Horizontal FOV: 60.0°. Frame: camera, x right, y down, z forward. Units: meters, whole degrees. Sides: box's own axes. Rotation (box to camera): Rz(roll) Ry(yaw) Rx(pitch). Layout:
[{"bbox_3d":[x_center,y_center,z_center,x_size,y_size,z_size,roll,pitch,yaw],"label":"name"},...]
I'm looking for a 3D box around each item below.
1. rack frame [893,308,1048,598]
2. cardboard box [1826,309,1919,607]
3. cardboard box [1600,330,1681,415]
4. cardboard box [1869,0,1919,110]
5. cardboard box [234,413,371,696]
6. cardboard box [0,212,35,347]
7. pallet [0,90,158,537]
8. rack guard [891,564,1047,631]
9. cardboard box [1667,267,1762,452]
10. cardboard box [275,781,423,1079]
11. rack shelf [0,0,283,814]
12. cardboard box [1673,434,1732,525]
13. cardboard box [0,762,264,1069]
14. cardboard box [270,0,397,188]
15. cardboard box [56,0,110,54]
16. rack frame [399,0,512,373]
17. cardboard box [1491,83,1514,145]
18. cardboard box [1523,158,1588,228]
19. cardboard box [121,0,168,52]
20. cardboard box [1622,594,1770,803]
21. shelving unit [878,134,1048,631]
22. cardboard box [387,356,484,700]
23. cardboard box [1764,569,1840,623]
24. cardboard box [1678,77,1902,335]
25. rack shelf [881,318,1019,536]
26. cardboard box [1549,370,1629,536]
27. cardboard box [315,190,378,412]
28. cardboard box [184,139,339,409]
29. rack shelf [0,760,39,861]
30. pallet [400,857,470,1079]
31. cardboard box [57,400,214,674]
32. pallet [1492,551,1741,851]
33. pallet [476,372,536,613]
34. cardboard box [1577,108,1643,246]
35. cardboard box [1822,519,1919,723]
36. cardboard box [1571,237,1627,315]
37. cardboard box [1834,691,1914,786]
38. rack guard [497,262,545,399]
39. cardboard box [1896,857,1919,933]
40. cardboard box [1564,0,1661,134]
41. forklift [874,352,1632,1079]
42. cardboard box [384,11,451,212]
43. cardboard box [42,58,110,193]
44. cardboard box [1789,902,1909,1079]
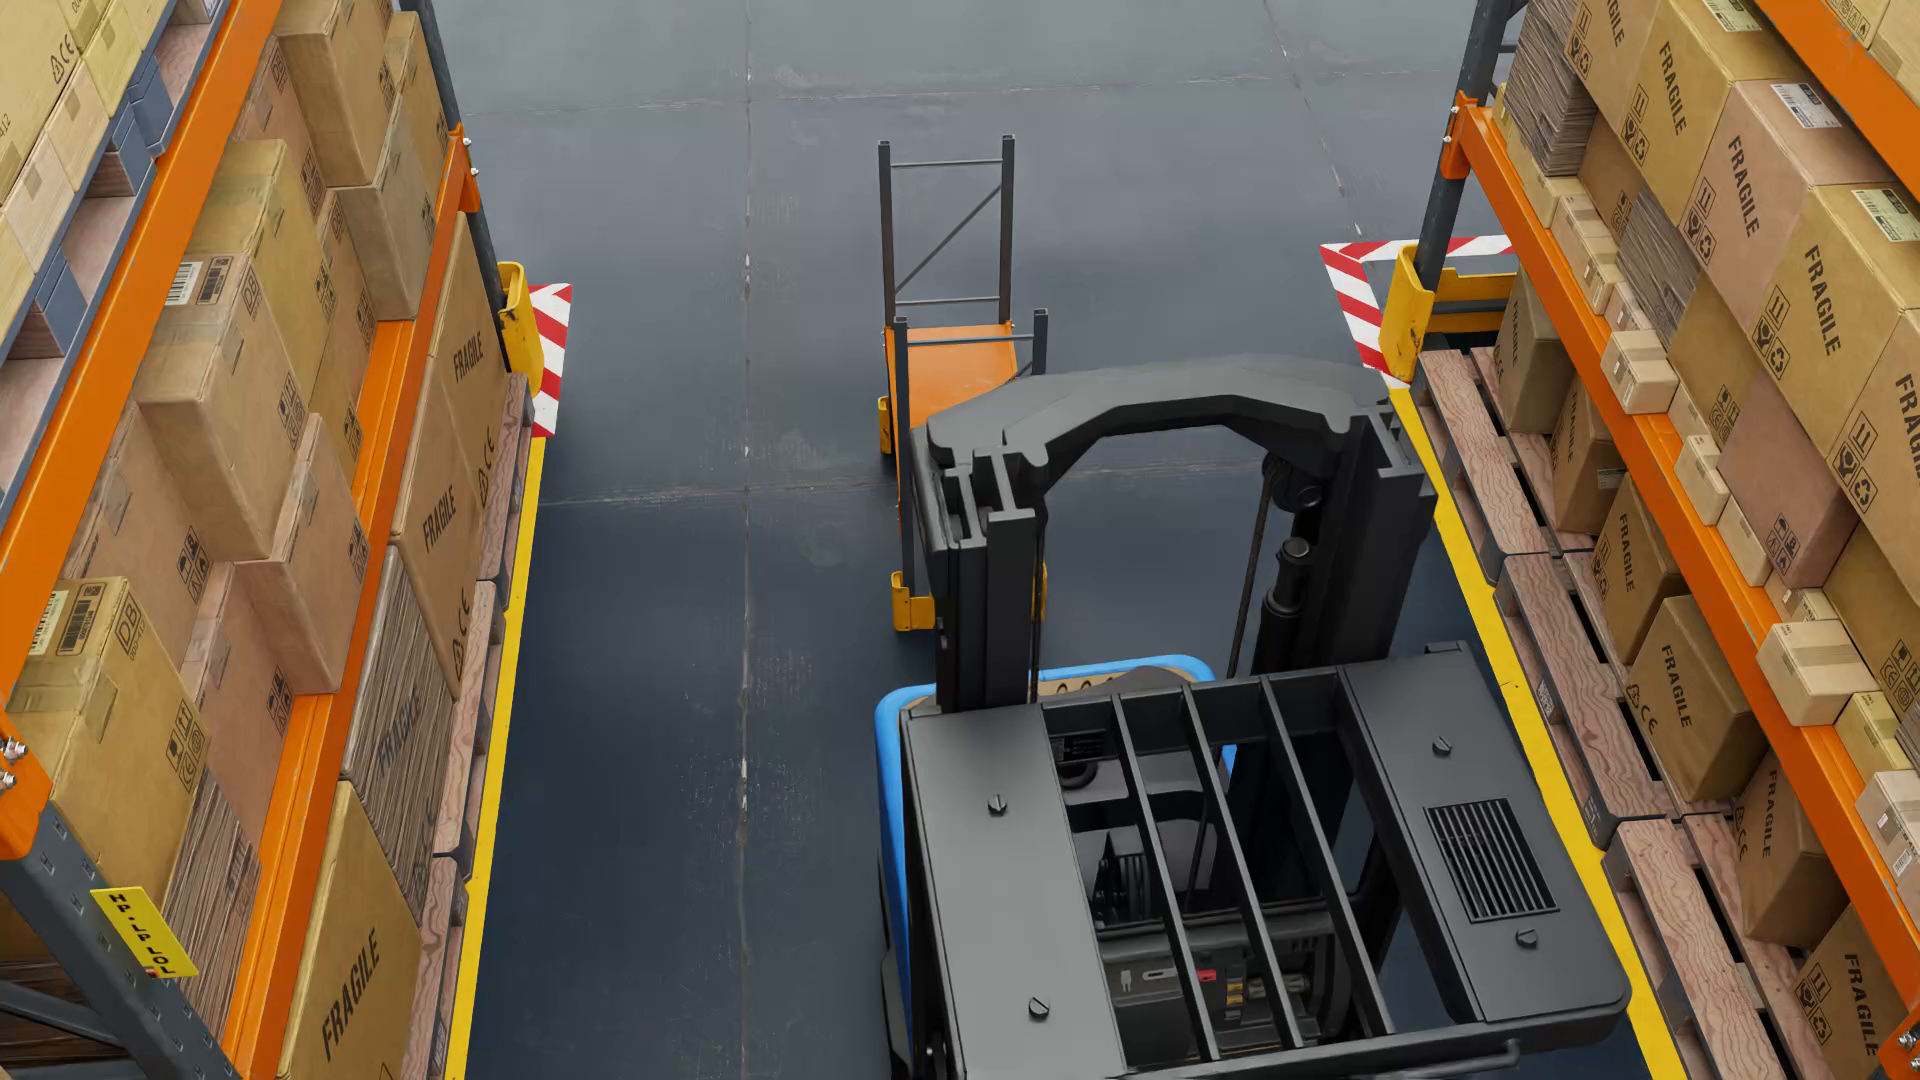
[{"bbox_3d":[0.035,-0.210,5.916,0.500,1.500,0.032,-3,47,-3],"label":"rack frame"},{"bbox_3d":[2.478,-0.205,3.916,0.500,0.500,0.500,-3,47,-3],"label":"cardboard box"},{"bbox_3d":[2.314,-0.550,5.378,0.380,0.149,0.250,-3,47,-3],"label":"cardboard box"},{"bbox_3d":[2.454,-1.095,3.758,0.500,0.250,0.500,-4,47,-4],"label":"cardboard box"},{"bbox_3d":[-2.157,0.062,4.522,0.875,0.550,0.550,-3,47,-3],"label":"cardboard box"},{"bbox_3d":[-1.833,-0.421,2.832,0.380,0.149,0.250,-3,47,-3],"label":"cardboard box"},{"bbox_3d":[-2.176,-0.419,3.076,1.003,0.211,1.213,-3,47,-3],"label":"pallet"},{"bbox_3d":[0.035,0.219,6.370,0.587,0.250,0.087,-3,47,-3],"label":"rack guard"},{"bbox_3d":[2.708,-0.604,4.982,0.875,0.500,0.500,-3,47,-3],"label":"cardboard box"},{"bbox_3d":[-2.101,1.301,4.626,0.875,0.875,0.875,-3,47,-3],"label":"cardboard box"},{"bbox_3d":[-2.285,-1.057,4.115,1.077,0.370,4.000,-3,47,-3],"label":"rack shelf"},{"bbox_3d":[2.411,-0.192,5.039,0.380,0.149,0.250,-3,47,-3],"label":"cardboard box"},{"bbox_3d":[-2.160,0.856,3.770,0.875,0.550,0.550,-3,47,-3],"label":"cardboard box"},{"bbox_3d":[-2.322,-1.480,5.238,0.875,0.550,0.550,-3,47,-3],"label":"cardboard box"},{"bbox_3d":[-1.966,-1.188,3.283,0.500,0.250,0.500,-4,47,-4],"label":"cardboard box"},{"bbox_3d":[-2.453,-1.720,6.313,1.000,3.000,0.127,-3,47,-3],"label":"rack frame"},{"bbox_3d":[2.285,-1.641,6.411,0.380,0.149,0.250,-3,47,-3],"label":"cardboard box"},{"bbox_3d":[2.293,-1.277,6.067,0.380,0.149,0.250,-3,47,-3],"label":"cardboard box"},{"bbox_3d":[-1.918,-1.155,3.527,0.380,0.149,0.250,-3,47,-3],"label":"cardboard box"},{"bbox_3d":[2.654,0.511,5.633,0.500,0.500,0.500,-7,47,-7],"label":"cardboard box"},{"bbox_3d":[-0.006,-0.571,6.258,0.587,1.500,1.083,-3,47,-3],"label":"shelving unit"},{"bbox_3d":[-2.254,-0.011,5.868,0.875,0.875,0.875,-4,47,-4],"label":"cardboard box"},{"bbox_3d":[2.528,0.166,4.700,0.380,0.149,0.250,-3,47,-3],"label":"cardboard box"},{"bbox_3d":[2.399,-0.929,4.601,0.500,0.500,0.500,-3,47,-3],"label":"cardboard box"},{"bbox_3d":[-0.007,-0.454,6.395,0.538,0.185,1.000,-3,47,-3],"label":"rack shelf"},{"bbox_3d":[2.618,-0.350,6.448,0.500,0.500,0.500,8,47,7],"label":"cardboard box"},{"bbox_3d":[-2.387,-0.696,5.240,0.875,0.550,0.550,-3,47,-3],"label":"cardboard box"},{"bbox_3d":[-2.237,-0.691,4.491,0.875,0.550,0.500,-3,47,-3],"label":"cardboard box"},{"bbox_3d":[-1.950,1.837,1.374,1.077,0.370,4.000,-3,47,-3],"label":"rack shelf"},{"bbox_3d":[-2.103,1.578,5.110,1.003,0.211,1.213,-3,47,-3],"label":"pallet"},{"bbox_3d":[-2.276,0.091,3.750,0.875,0.550,0.550,-3,47,-3],"label":"cardboard box"},{"bbox_3d":[2.637,0.536,6.097,1.003,0.211,1.213,-3,47,-3],"label":"pallet"},{"bbox_3d":[-2.308,-0.187,6.782,1.003,0.211,1.213,-3,47,-3],"label":"pallet"},{"bbox_3d":[2.679,-1.331,5.671,0.875,0.500,0.500,-3,47,-3],"label":"cardboard box"},{"bbox_3d":[2.851,0.116,4.301,0.875,0.500,0.500,-3,47,-3],"label":"cardboard box"},{"bbox_3d":[2.348,-0.916,5.725,0.380,0.149,0.250,-3,47,-3],"label":"cardboard box"},{"bbox_3d":[2.550,0.529,4.357,0.380,0.149,0.250,-3,47,-3],"label":"cardboard box"},{"bbox_3d":[-2.455,-0.878,7.237,1.175,0.500,0.348,-3,47,-3],"label":"rack guard"},{"bbox_3d":[2.522,0.895,4.010,0.380,0.149,0.250,-3,47,-3],"label":"cardboard box"},{"bbox_3d":[2.308,-1.652,5.286,0.500,0.500,0.500,-3,47,-3],"label":"cardboard box"},{"bbox_3d":[0.470,1.174,3.620,1.130,2.935,3.031,-6,47,-6],"label":"forklift"},{"bbox_3d":[-2.376,-1.506,6.007,0.875,0.550,0.550,-3,47,-3],"label":"cardboard box"},{"bbox_3d":[-1.873,-0.783,3.174,0.380,0.149,0.250,-4,47,-4],"label":"cardboard box"},{"bbox_3d":[2.840,1.369,4.820,0.500,0.500,0.500,-5,47,-5],"label":"cardboard box"}]
